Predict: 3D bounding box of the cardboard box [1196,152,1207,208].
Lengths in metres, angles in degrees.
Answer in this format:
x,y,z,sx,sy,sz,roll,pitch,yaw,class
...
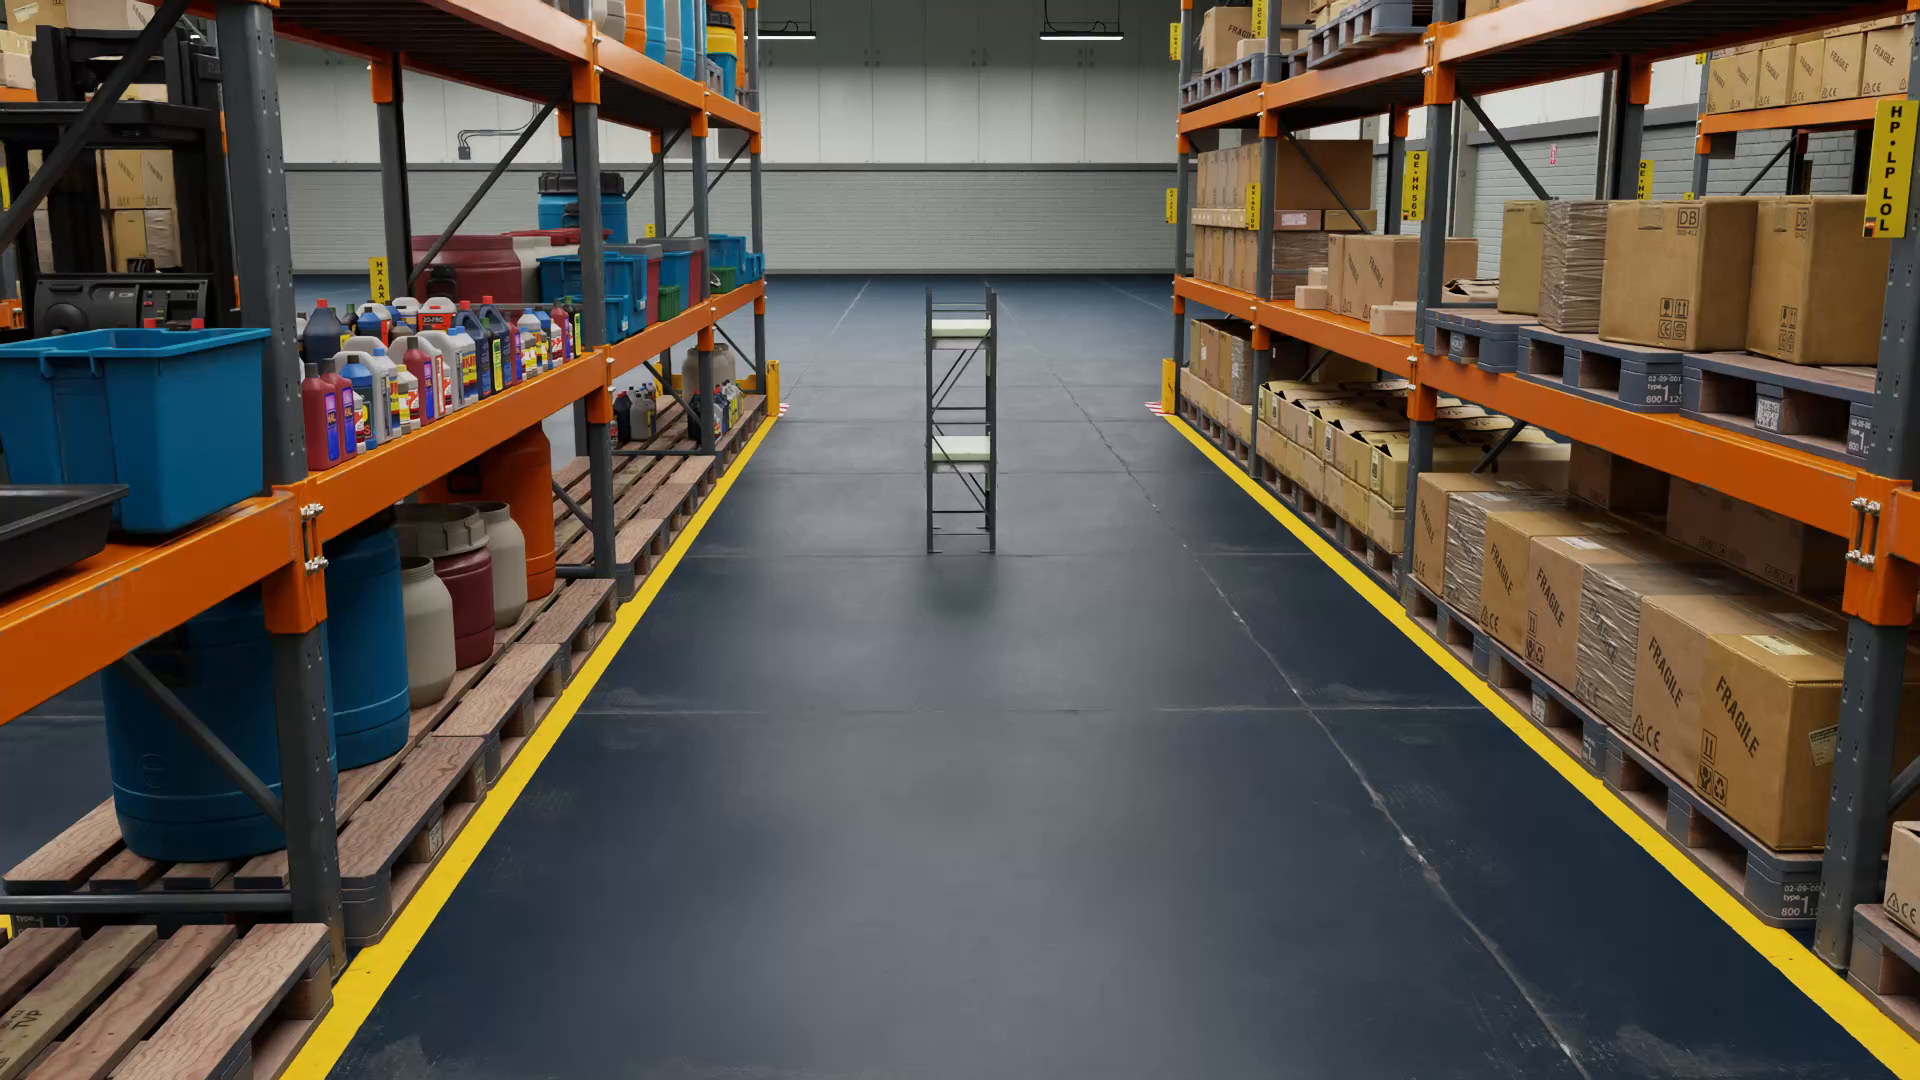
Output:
x,y,z,sx,sy,sz,roll,pitch,yaw,class
2.567,-3.303,15.283,0.700,0.500,0.500,0,11,-1,cardboard box

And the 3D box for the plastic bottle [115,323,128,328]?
x,y,z,sx,sy,sz,roll,pitch,yaw,class
-2.481,-0.474,4.975,0.144,0.351,0.185,0,11,-1,plastic bottle

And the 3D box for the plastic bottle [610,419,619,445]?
x,y,z,sx,sy,sz,roll,pitch,yaw,class
-2.619,-0.822,12.499,0.097,0.201,0.097,0,11,0,plastic bottle

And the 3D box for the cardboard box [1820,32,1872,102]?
x,y,z,sx,sy,sz,roll,pitch,yaw,class
7.300,-3.787,13.333,0.500,0.500,0.500,-1,11,-3,cardboard box

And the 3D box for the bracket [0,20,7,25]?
x,y,z,sx,sy,sz,roll,pitch,yaw,class
-23.295,-12.552,40.245,0.076,0.066,4.783,0,11,-1,bracket

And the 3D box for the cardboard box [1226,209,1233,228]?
x,y,z,sx,sy,sz,roll,pitch,yaw,class
2.399,-2.652,13.704,0.380,0.149,0.250,0,11,1,cardboard box

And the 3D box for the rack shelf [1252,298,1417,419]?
x,y,z,sx,sy,sz,roll,pitch,yaw,class
2.693,-1.177,10.124,1.077,0.370,4.000,0,11,-1,rack shelf

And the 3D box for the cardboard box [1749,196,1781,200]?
x,y,z,sx,sy,sz,roll,pitch,yaw,class
7.236,-2.750,14.509,0.500,0.500,0.500,-1,11,-3,cardboard box

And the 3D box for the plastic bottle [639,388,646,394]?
x,y,z,sx,sy,sz,roll,pitch,yaw,class
-2.648,-1.131,13.845,0.097,0.271,0.097,0,11,0,plastic bottle

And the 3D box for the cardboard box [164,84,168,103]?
x,y,z,sx,sy,sz,roll,pitch,yaw,class
-7.058,-3.884,14.494,0.500,0.250,0.500,0,11,-1,cardboard box

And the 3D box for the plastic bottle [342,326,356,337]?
x,y,z,sx,sy,sz,roll,pitch,yaw,class
-2.544,-0.786,6.887,0.097,0.201,0.097,0,11,0,plastic bottle

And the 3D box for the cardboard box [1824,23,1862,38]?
x,y,z,sx,sy,sz,roll,pitch,yaw,class
7.280,-4.278,13.240,0.500,0.500,0.500,-1,11,-3,cardboard box

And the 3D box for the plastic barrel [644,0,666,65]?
x,y,z,sx,sy,sz,roll,pitch,yaw,class
-2.046,-3.263,9.791,0.600,0.901,0.708,0,11,-1,plastic barrel

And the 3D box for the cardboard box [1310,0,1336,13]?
x,y,z,sx,sy,sz,roll,pitch,yaw,class
2.625,-3.774,11.007,0.500,0.500,0.500,0,11,0,cardboard box

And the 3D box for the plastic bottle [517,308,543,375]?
x,y,z,sx,sy,sz,roll,pitch,yaw,class
-1.786,-0.824,6.900,0.097,0.271,0.097,0,11,0,plastic bottle

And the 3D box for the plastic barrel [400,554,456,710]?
x,y,z,sx,sy,sz,roll,pitch,yaw,class
-2.066,0.335,6.064,0.421,0.512,0.421,0,11,0,plastic barrel

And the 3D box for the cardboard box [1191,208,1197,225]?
x,y,z,sx,sy,sz,roll,pitch,yaw,class
2.362,-3.010,15.468,0.380,0.149,0.250,0,11,-2,cardboard box

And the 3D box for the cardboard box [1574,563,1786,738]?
x,y,z,sx,sy,sz,roll,pitch,yaw,class
2.509,0.378,5.832,0.500,0.500,0.500,0,11,0,cardboard box

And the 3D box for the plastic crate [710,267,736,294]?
x,y,z,sx,sy,sz,roll,pitch,yaw,class
-2.046,-2.074,13.272,0.450,0.188,0.662,0,11,-1,plastic crate

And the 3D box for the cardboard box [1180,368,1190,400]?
x,y,z,sx,sy,sz,roll,pitch,yaw,class
2.358,-1.473,15.633,0.500,0.250,0.500,0,11,-1,cardboard box

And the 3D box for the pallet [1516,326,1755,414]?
x,y,z,sx,sy,sz,roll,pitch,yaw,class
2.780,-0.651,6.206,1.003,0.211,1.213,0,11,-1,pallet

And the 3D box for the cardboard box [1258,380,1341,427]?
x,y,z,sx,sy,sz,roll,pitch,yaw,class
2.412,-0.977,11.778,0.500,0.311,0.500,0,11,-1,cardboard box

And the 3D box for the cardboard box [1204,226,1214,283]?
x,y,z,sx,sy,sz,roll,pitch,yaw,class
2.582,-2.574,14.949,0.700,0.500,0.500,0,11,0,cardboard box

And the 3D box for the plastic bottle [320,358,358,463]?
x,y,z,sx,sy,sz,roll,pitch,yaw,class
-1.719,-0.361,4.587,0.061,0.283,0.133,0,11,-1,plastic bottle

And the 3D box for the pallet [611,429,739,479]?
x,y,z,sx,sy,sz,roll,pitch,yaw,class
-2.272,-0.674,12.851,1.003,0.211,1.213,0,11,-1,pallet

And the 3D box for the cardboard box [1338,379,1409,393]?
x,y,z,sx,sy,sz,roll,pitch,yaw,class
2.947,-0.980,11.797,0.500,0.311,0.500,0,11,-1,cardboard box

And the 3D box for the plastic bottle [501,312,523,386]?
x,y,z,sx,sy,sz,roll,pitch,yaw,class
-1.759,-0.749,6.500,0.061,0.283,0.133,0,11,-1,plastic bottle

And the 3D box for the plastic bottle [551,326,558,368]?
x,y,z,sx,sy,sz,roll,pitch,yaw,class
-1.792,-0.848,7.193,0.097,0.201,0.097,0,11,0,plastic bottle

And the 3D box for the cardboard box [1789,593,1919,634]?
x,y,z,sx,sy,sz,roll,pitch,yaw,class
3.029,0.470,5.379,0.500,0.500,0.500,0,11,0,cardboard box

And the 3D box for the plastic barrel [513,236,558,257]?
x,y,z,sx,sy,sz,roll,pitch,yaw,class
-2.461,-1.454,9.401,0.421,0.512,0.421,0,11,0,plastic barrel

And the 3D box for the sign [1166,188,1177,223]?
x,y,z,sx,sy,sz,roll,pitch,yaw,class
2.014,-3.184,15.832,0.100,0.325,0.005,0,11,-1,sign

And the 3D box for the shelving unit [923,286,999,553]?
x,y,z,sx,sy,sz,roll,pitch,yaw,class
0.000,-0.736,9.917,0.431,1.500,0.755,0,11,-1,shelving unit

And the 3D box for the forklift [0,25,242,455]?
x,y,z,sx,sy,sz,roll,pitch,yaw,class
-4.576,-1.256,8.881,1.130,2.935,3.031,0,11,-1,forklift

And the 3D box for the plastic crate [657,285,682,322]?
x,y,z,sx,sy,sz,roll,pitch,yaw,class
-1.982,-1.458,10.236,0.450,0.188,0.662,0,11,-1,plastic crate

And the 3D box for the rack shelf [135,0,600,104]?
x,y,z,sx,sy,sz,roll,pitch,yaw,class
-2.176,-1.832,5.809,1.077,0.370,4.000,0,11,-1,rack shelf

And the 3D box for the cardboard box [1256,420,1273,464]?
x,y,z,sx,sy,sz,roll,pitch,yaw,class
2.413,-0.704,11.843,0.500,0.250,0.500,-1,11,-3,cardboard box

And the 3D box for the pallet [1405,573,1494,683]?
x,y,z,sx,sy,sz,roll,pitch,yaw,class
2.712,0.384,7.637,1.003,0.211,1.213,0,11,-1,pallet

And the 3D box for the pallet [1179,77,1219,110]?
x,y,z,sx,sy,sz,roll,pitch,yaw,class
2.558,-4.008,14.948,1.003,0.211,1.213,0,11,-1,pallet

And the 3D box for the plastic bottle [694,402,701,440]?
x,y,z,sx,sy,sz,roll,pitch,yaw,class
-2.009,-0.920,12.776,0.061,0.283,0.133,0,11,-1,plastic bottle

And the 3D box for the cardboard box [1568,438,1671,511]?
x,y,z,sx,sy,sz,roll,pitch,yaw,class
2.994,-0.294,7.256,0.500,0.250,0.500,0,11,1,cardboard box

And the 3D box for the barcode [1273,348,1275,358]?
x,y,z,sx,sy,sz,roll,pitch,yaw,class
2.241,-1.335,11.863,0.001,0.075,0.075,0,11,-1,barcode

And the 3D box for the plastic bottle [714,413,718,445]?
x,y,z,sx,sy,sz,roll,pitch,yaw,class
-1.869,-0.851,12.464,0.097,0.271,0.097,0,11,0,plastic bottle

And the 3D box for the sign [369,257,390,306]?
x,y,z,sx,sy,sz,roll,pitch,yaw,class
-2.767,-1.188,7.962,0.100,0.325,0.005,0,11,-1,sign

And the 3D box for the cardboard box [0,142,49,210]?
x,y,z,sx,sy,sz,roll,pitch,yaw,class
-7.007,-2.662,12.122,0.500,0.500,0.500,0,11,-1,cardboard box

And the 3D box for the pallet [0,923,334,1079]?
x,y,z,sx,sy,sz,roll,pitch,yaw,class
-2.081,1.196,3.634,1.003,0.211,1.213,0,11,-1,pallet

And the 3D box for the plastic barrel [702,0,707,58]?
x,y,z,sx,sy,sz,roll,pitch,yaw,class
-2.214,-4.027,12.503,0.600,0.901,0.708,0,11,-1,plastic barrel

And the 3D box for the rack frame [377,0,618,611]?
x,y,z,sx,sy,sz,roll,pitch,yaw,class
-2.218,-1.112,7.996,1.000,3.000,0.127,0,11,-1,rack frame

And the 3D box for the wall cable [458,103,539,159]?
x,y,z,sx,sy,sz,roll,pitch,yaw,class
-12.959,-13.675,46.279,2.305,6.003,0.169,0,11,-1,wall cable

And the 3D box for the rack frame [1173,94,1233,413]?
x,y,z,sx,sy,sz,roll,pitch,yaw,class
2.569,-2.722,15.931,1.000,3.000,0.127,0,11,-1,rack frame

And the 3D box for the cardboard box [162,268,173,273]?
x,y,z,sx,sy,sz,roll,pitch,yaw,class
-7.108,-2.304,14.504,0.380,0.149,0.250,0,11,-1,cardboard box

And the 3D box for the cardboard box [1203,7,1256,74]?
x,y,z,sx,sy,sz,roll,pitch,yaw,class
2.331,-4.184,13.935,0.500,0.500,0.500,0,11,-1,cardboard box

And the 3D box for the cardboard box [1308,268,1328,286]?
x,y,z,sx,sy,sz,roll,pitch,yaw,class
2.706,-1.756,11.545,0.500,0.250,0.500,0,11,2,cardboard box

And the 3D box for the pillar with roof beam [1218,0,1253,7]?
x,y,z,sx,sy,sz,roll,pitch,yaw,class
3.477,-11.493,44.078,9.100,9.000,0.548,0,11,-1,pillar with roof beam

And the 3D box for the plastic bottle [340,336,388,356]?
x,y,z,sx,sy,sz,roll,pitch,yaw,class
-1.935,-0.533,5.454,0.152,0.276,0.135,0,11,-1,plastic bottle

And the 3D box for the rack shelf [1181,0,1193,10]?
x,y,z,sx,sy,sz,roll,pitch,yaw,class
2.611,-4.716,13.486,1.077,0.370,4.000,0,11,-1,rack shelf

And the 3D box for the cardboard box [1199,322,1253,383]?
x,y,z,sx,sy,sz,roll,pitch,yaw,class
2.394,-1.641,14.579,0.500,0.500,0.500,0,11,-1,cardboard box
